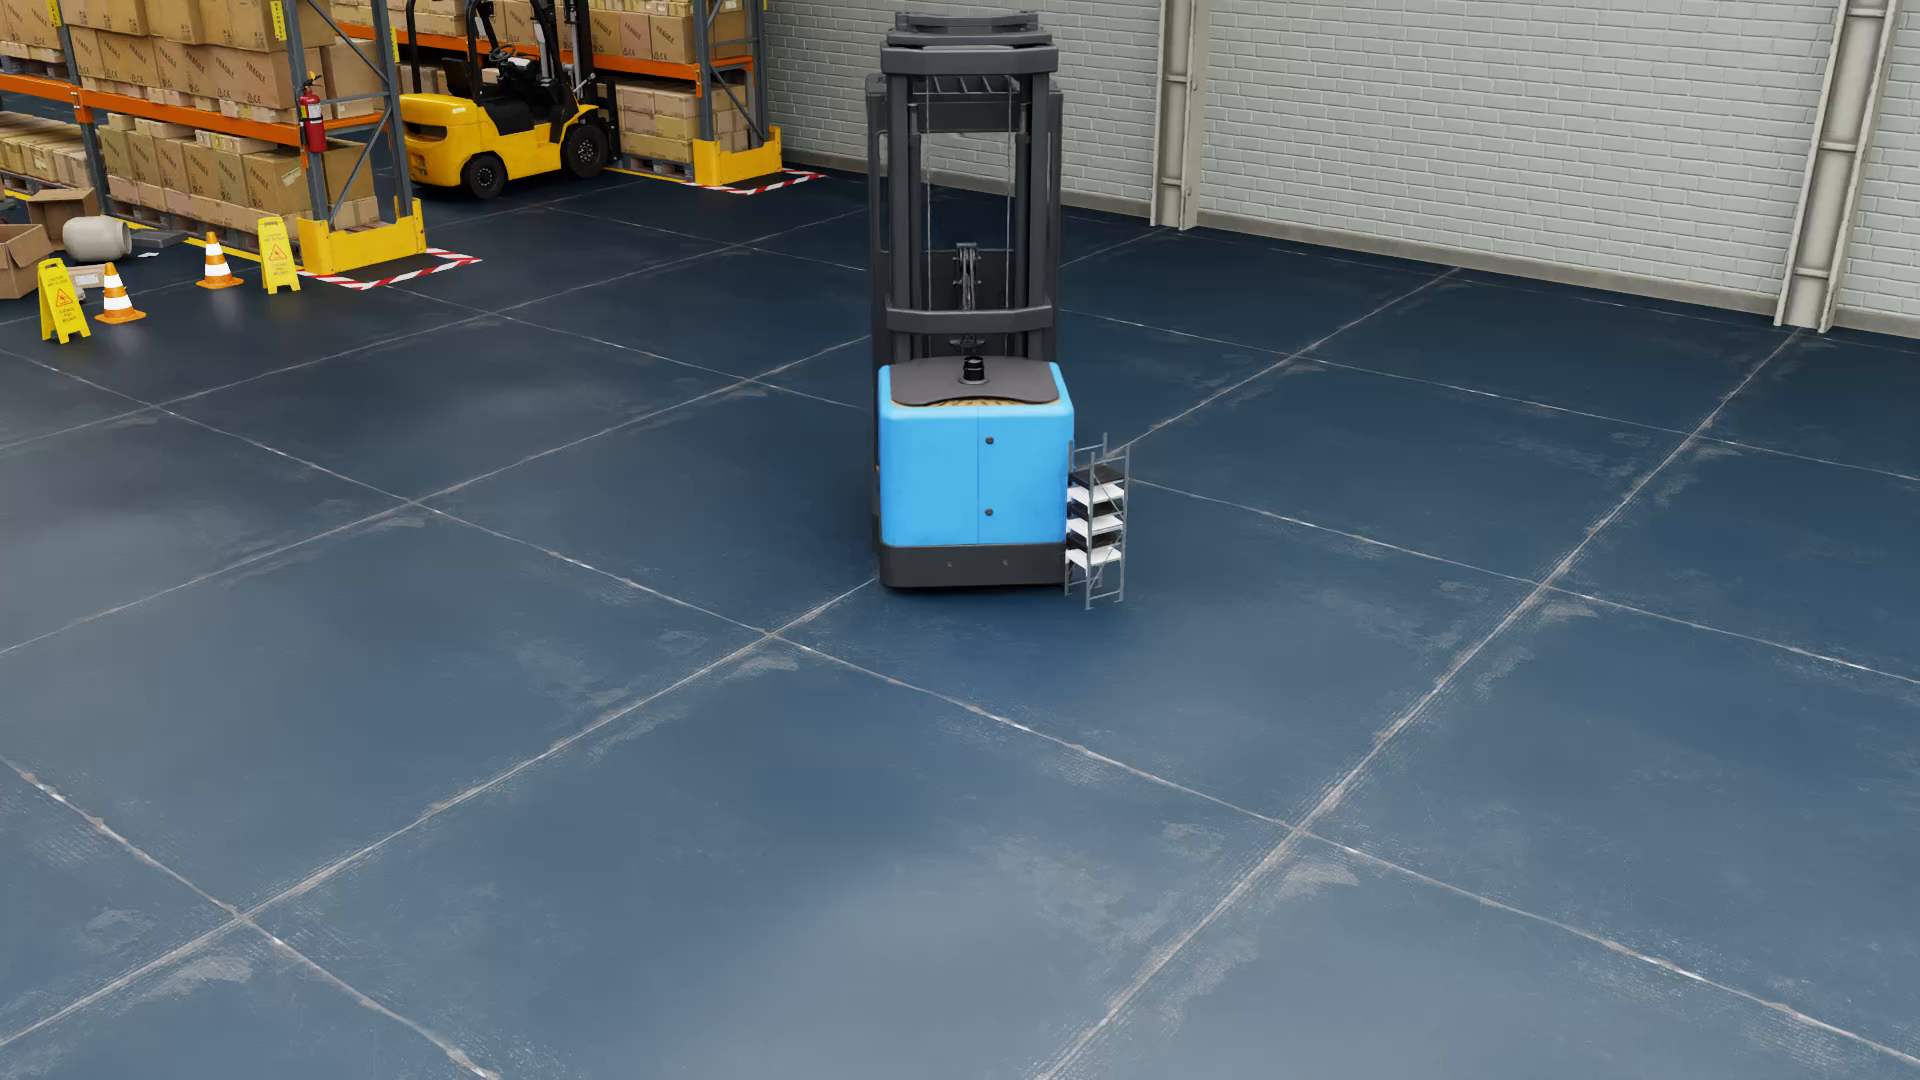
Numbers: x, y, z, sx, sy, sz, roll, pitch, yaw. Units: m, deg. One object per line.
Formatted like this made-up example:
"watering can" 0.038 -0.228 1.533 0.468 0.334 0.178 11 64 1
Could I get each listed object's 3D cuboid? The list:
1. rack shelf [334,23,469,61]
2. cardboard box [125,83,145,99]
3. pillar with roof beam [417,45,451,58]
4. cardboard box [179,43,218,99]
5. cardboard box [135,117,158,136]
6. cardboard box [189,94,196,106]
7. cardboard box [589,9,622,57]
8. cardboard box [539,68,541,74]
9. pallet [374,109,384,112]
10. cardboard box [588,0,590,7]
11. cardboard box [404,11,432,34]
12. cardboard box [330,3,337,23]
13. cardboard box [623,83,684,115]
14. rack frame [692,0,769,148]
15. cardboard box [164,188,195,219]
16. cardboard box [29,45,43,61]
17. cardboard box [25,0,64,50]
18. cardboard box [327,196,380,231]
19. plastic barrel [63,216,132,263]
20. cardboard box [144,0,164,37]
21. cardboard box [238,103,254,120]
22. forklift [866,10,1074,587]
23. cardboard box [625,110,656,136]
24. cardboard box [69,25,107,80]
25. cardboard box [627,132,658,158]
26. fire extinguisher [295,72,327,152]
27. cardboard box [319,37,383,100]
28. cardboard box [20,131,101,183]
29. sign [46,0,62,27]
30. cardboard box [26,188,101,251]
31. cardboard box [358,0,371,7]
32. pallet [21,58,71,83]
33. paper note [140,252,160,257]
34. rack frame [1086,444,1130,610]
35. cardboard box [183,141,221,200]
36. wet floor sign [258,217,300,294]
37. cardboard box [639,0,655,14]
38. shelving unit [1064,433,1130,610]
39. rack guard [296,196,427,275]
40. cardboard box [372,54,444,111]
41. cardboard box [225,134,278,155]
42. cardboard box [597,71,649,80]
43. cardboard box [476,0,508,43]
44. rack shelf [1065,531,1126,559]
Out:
"rack shelf" -7.386 -6.725 22.186 4.000 0.370 1.077 17 29 33
"cardboard box" -8.059 -4.504 16.564 0.250 0.149 0.380 18 29 35
"pillar with roof beam" -9.985 -8.870 18.721 0.400 9.000 9.100 17 29 33
"cardboard box" -6.955 -4.470 15.683 0.500 0.500 0.500 17 29 33
"cardboard box" -7.973 -4.140 16.580 0.250 0.149 0.380 18 30 35
"cardboard box" -7.198 -4.284 16.064 0.250 0.149 0.380 17 29 33
"cardboard box" -3.956 -5.936 19.378 0.500 0.500 0.500 16 29 32
"cardboard box" -5.184 -5.617 20.428 0.500 0.250 0.500 17 29 33
"pallet" -7.379 -5.755 22.551 1.213 0.211 1.003 17 29 33
"cardboard box" -4.217 -6.332 19.471 0.250 0.149 0.380 17 29 33
"cardboard box" -6.752 -6.660 21.331 0.500 0.250 0.500 17 29 33
"cardboard box" -8.379 -7.160 22.467 0.500 0.250 0.500 16 28 32
"cardboard box" -3.553 -5.128 19.317 0.500 0.250 0.500 17 29 34
"rack frame" -2.585 -5.604 18.748 0.127 3.000 1.000 17 29 33
"cardboard box" -7.590 -3.420 16.681 0.500 0.250 0.500 16 29 33
"cardboard box" -9.538 -5.151 17.511 0.250 0.149 0.380 16 28 32
"cardboard box" -9.267 -5.380 17.227 0.500 0.500 0.500 16 29 32
"cardboard box" -6.039 -3.220 16.226 0.500 0.250 0.500 17 29 33
"plastic barrel" -8.120 -2.833 15.656 0.512 0.421 0.421 -5 24 -12
"cardboard box" -7.285 -5.074 15.813 0.500 0.500 0.700 17 29 33
"cardboard box" -6.448 -4.002 15.425 0.250 0.149 0.380 16 29 32
"forklift" 0.012 -1.638 9.832 1.130 2.935 3.031 -1 24 -3
"cardboard box" -3.557 -4.908 19.438 0.500 0.250 0.500 16 29 33
"cardboard box" -8.575 -4.954 16.781 0.500 0.500 0.500 17 29 33
"cardboard box" -3.543 -4.673 19.524 0.500 0.250 0.500 17 29 33
"fire extinguisher" -5.744 -3.790 14.727 0.183 0.674 0.296 17 29 33
"cardboard box" -5.772 -4.387 15.494 0.500 0.500 0.500 16 29 33
"cardboard box" -9.758 -4.257 18.430 0.625 0.372 0.950 19 30 36
"sign" -9.090 -5.319 16.665 0.005 0.325 0.100 17 29 33
"cardboard box" -8.718 -3.128 16.226 0.500 0.500 0.500 -5 24 -12
"cardboard box" -7.546 -7.143 21.808 0.500 0.250 0.500 17 29 34
"pallet" -9.284 -5.113 17.871 1.213 0.211 1.003 17 29 33
"paper note" -7.768 -2.739 15.928 0.148 0.019 0.142 7 25 15
"rack frame" 0.777 -0.060 8.771 0.240 0.900 0.006 -13 27 -28
"cardboard box" -7.176 -3.637 16.245 0.500 0.500 0.500 16 28 32
"wet floor sign" -6.049 -2.533 14.698 0.267 0.644 0.232 -15 28 -30
"cardboard box" -3.424 -6.075 18.888 0.250 0.149 0.380 17 29 34
"shelving unit" 0.725 -0.096 8.851 0.258 0.900 0.210 -13 27 -28
"rack guard" -5.620 -2.876 15.657 0.348 0.500 1.175 17 29 33
"cardboard box" -7.429 -6.170 22.458 0.625 0.625 0.875 15 28 31
"cardboard box" -6.690 -3.752 15.700 0.250 0.149 0.380 18 29 35
"cardboard box" -4.058 -5.543 20.259 0.500 0.250 0.500 16 28 32
"cardboard box" -5.587 -6.425 20.489 0.500 0.500 0.500 16 28 32
"rack shelf" 0.725 0.017 8.900 0.258 0.077 0.200 -13 27 -28
